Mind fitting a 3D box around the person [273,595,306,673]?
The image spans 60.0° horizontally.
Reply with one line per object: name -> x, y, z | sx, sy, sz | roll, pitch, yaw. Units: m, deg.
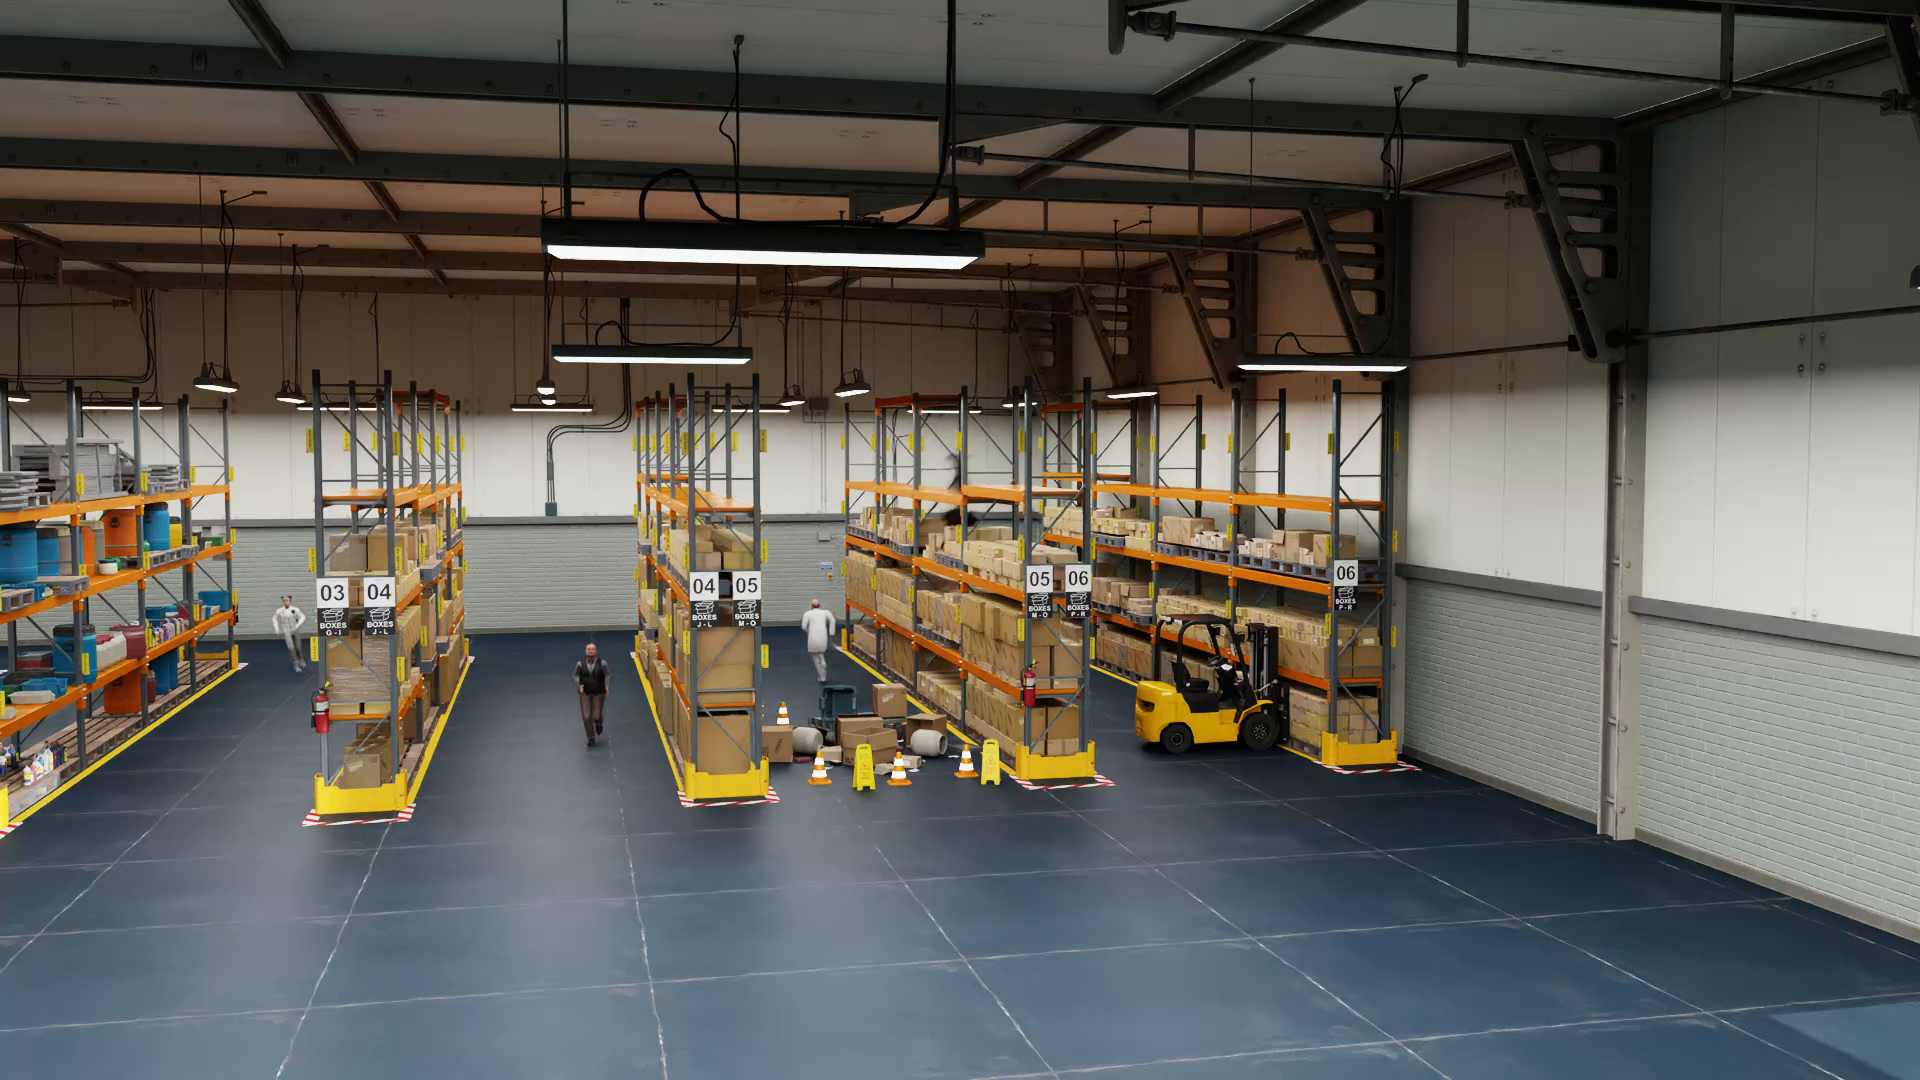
person -> -14.767, 2.047, 36.675 | 0.679, 1.690, 0.840 | -2, 4, -27

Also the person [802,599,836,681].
person -> -3.011, 2.108, 35.107 | 0.674, 1.716, 0.735 | -2, 4, -25

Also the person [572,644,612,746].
person -> -6.137, 2.664, 27.728 | 0.661, 1.497, 0.585 | 0, 3, -7
